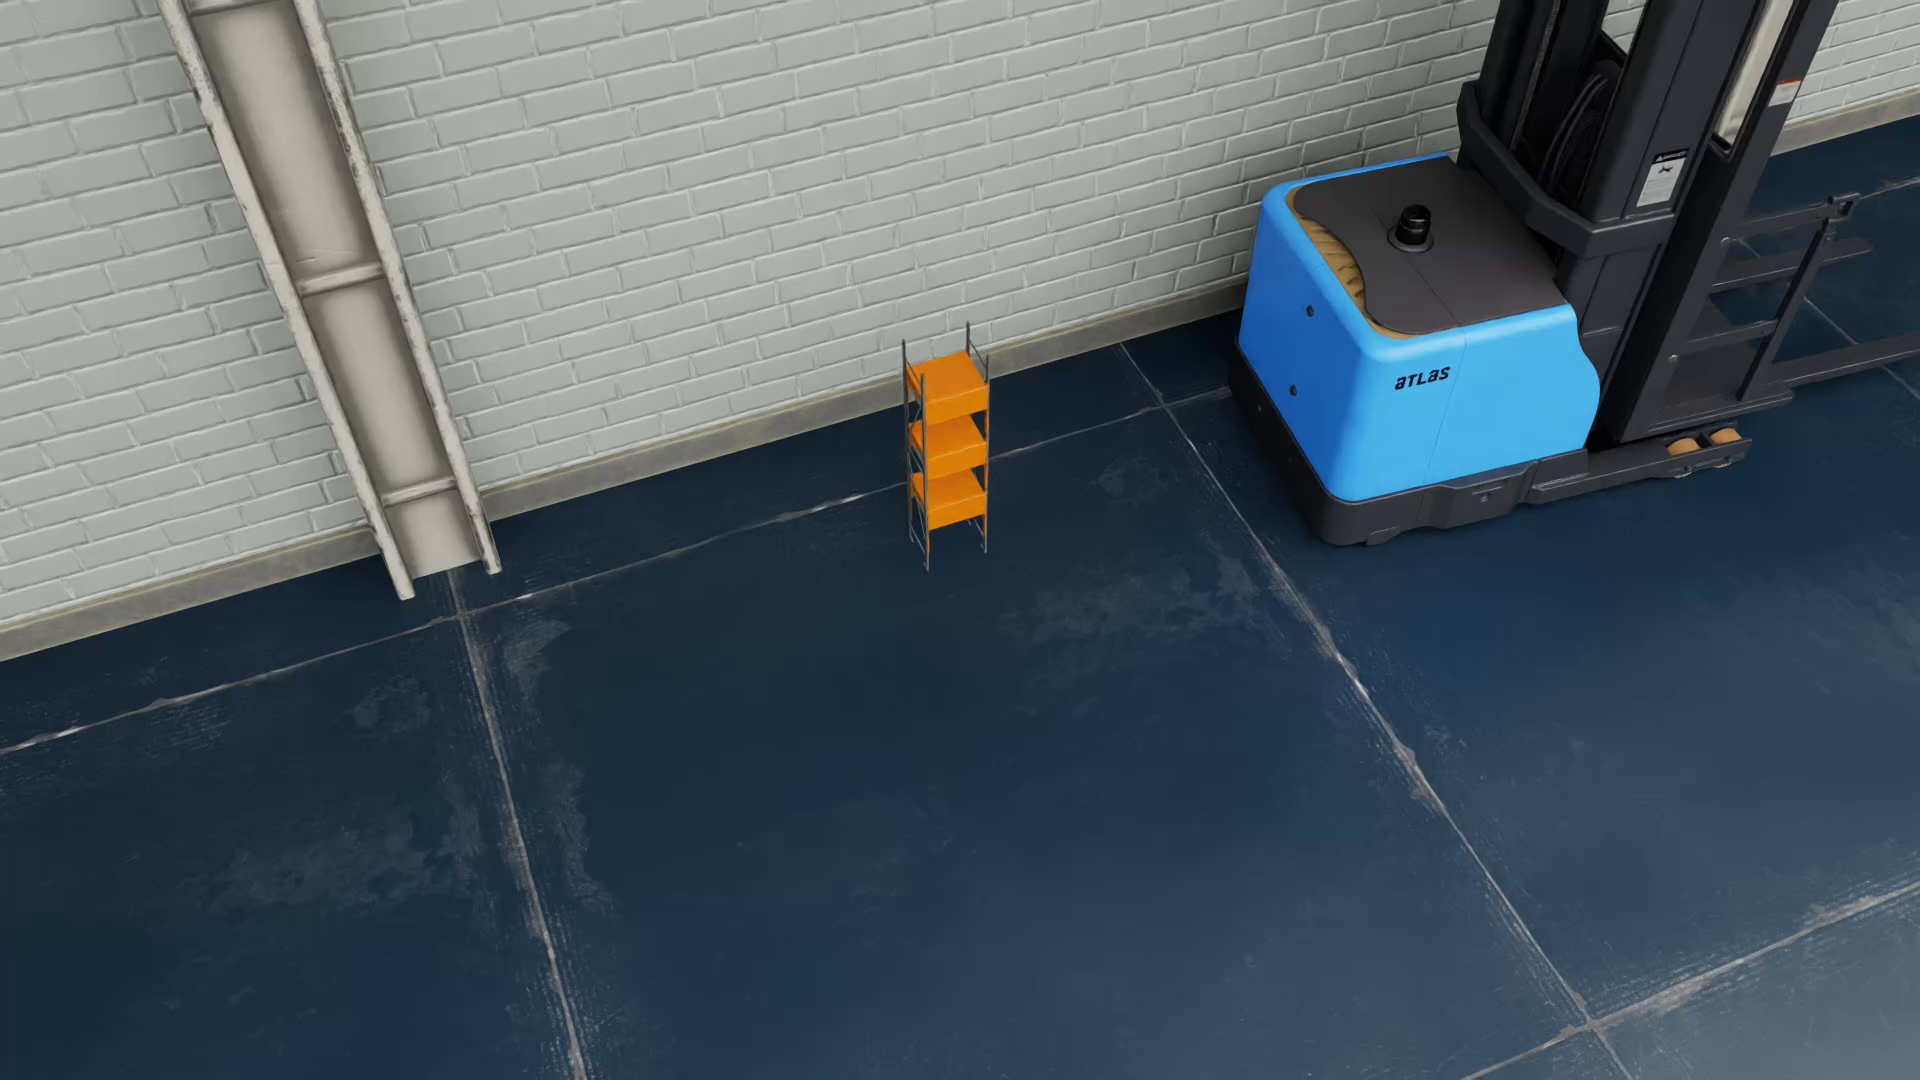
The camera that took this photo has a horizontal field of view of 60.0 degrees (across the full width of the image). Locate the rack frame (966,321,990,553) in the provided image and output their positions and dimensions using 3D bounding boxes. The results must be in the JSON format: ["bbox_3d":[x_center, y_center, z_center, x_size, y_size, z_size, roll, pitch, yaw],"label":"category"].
[{"bbox_3d":[0.063,-0.362,6.209,0.008,1.050,0.200,-17,52,-14],"label":"rack frame"}]

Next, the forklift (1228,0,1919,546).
[{"bbox_3d":[2.713,-1.582,6.018,3.031,2.935,1.130,-13,51,-11],"label":"forklift"}]

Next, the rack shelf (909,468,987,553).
[{"bbox_3d":[-0.050,-0.139,6.398,0.240,0.259,0.215,-17,52,-14],"label":"rack shelf"}]

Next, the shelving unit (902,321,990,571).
[{"bbox_3d":[-0.050,-0.327,6.179,0.252,1.050,0.215,-17,52,-14],"label":"shelving unit"}]

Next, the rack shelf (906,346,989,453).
[{"bbox_3d":[-0.050,-0.505,5.972,0.240,0.259,0.215,-17,52,-14],"label":"rack shelf"}]

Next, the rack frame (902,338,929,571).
[{"bbox_3d":[-0.162,-0.292,6.149,0.008,1.050,0.200,-17,52,-14],"label":"rack frame"}]

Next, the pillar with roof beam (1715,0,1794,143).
[{"bbox_3d":[5.157,-1.561,1.999,0.400,9.000,9.100,-17,52,-14],"label":"pillar with roof beam"}]

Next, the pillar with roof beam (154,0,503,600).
[{"bbox_3d":[-0.398,0.160,0.521,0.400,9.000,9.100,-17,52,-14],"label":"pillar with roof beam"}]

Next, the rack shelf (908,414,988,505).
[{"bbox_3d":[-0.050,-0.320,6.187,0.240,0.259,0.215,-17,52,-14],"label":"rack shelf"}]
